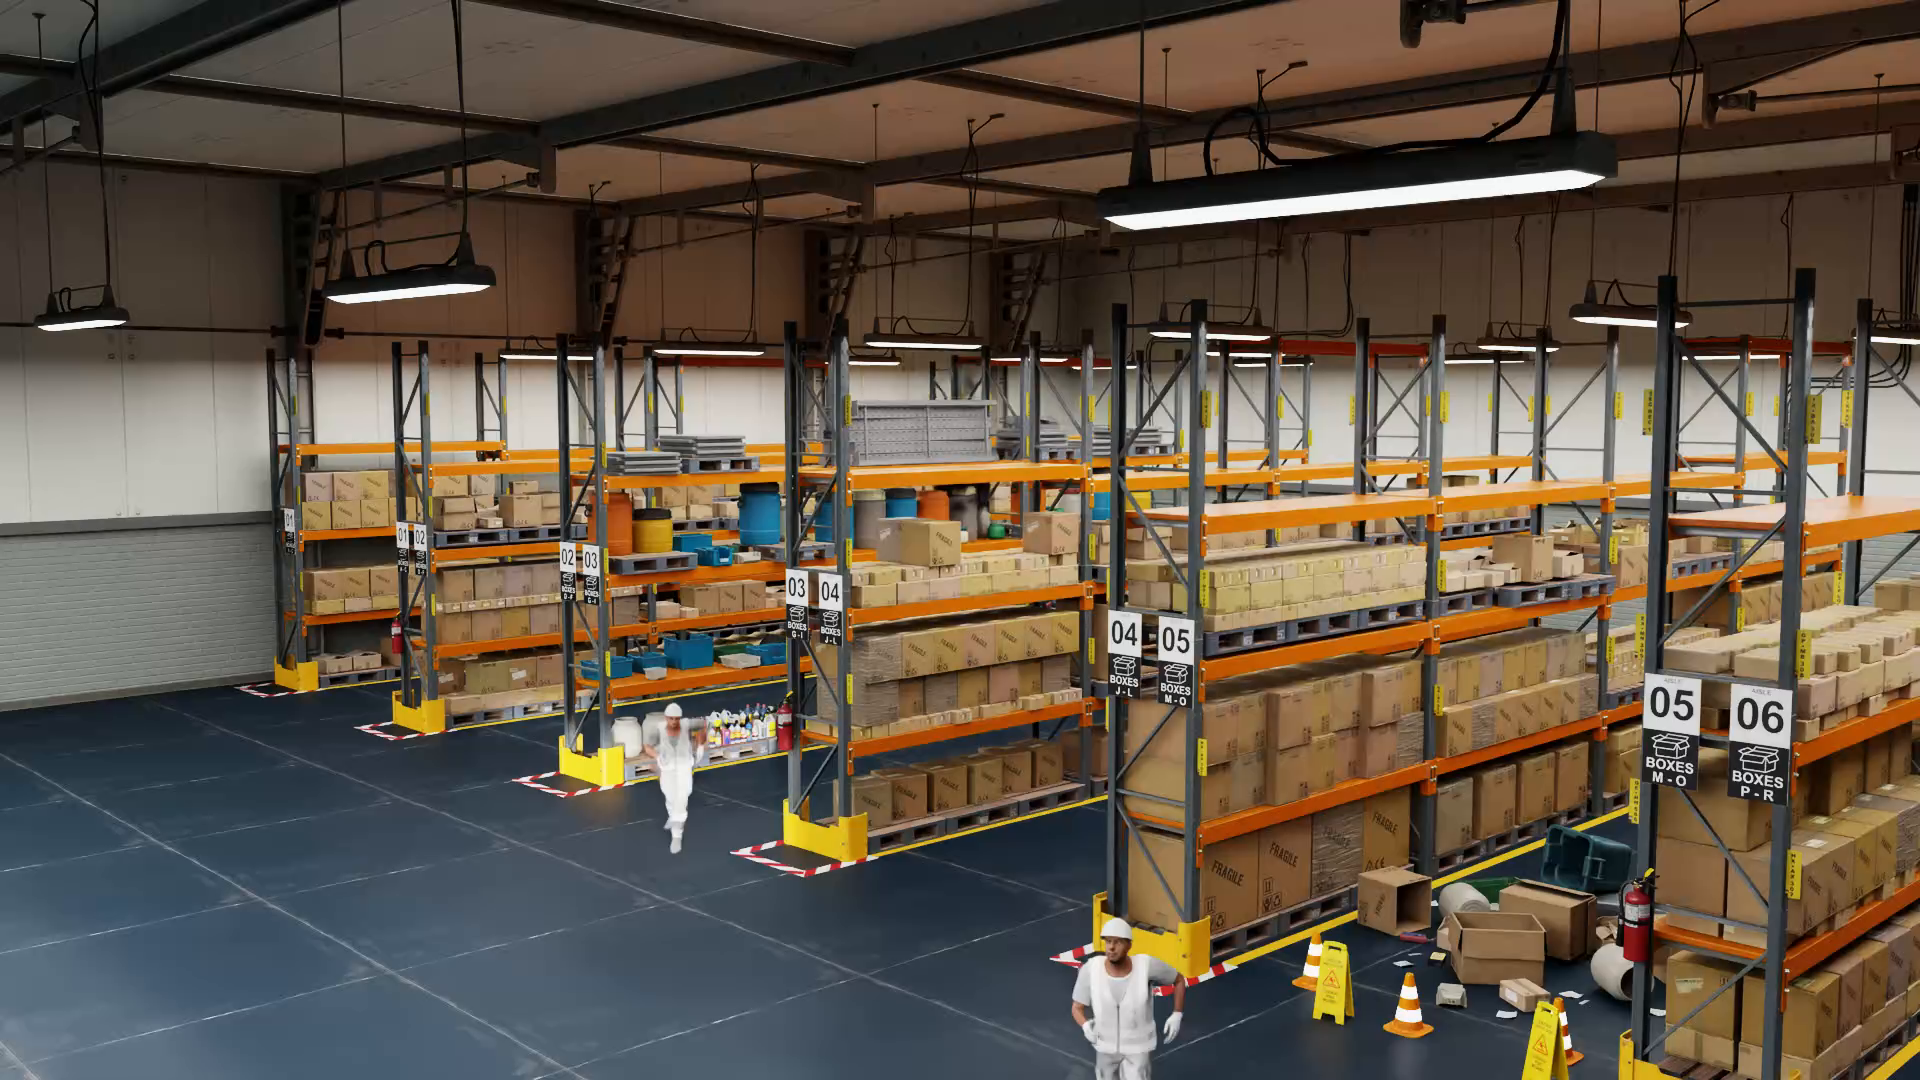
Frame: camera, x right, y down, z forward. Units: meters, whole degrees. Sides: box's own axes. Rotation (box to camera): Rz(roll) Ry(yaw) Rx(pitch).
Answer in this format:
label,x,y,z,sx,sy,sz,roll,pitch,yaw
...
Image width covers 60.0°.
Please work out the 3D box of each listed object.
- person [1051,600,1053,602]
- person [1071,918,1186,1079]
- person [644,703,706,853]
label,x,y,z,sx,sy,sz,roll,pitch,yaw
person,2.055,1.501,32.881,0.513,1.719,0.782,4,7,40
person,1.082,3.327,10.894,0.704,1.730,0.841,2,5,19
person,-3.295,2.681,19.219,0.685,1.735,1.050,-1,5,-11
